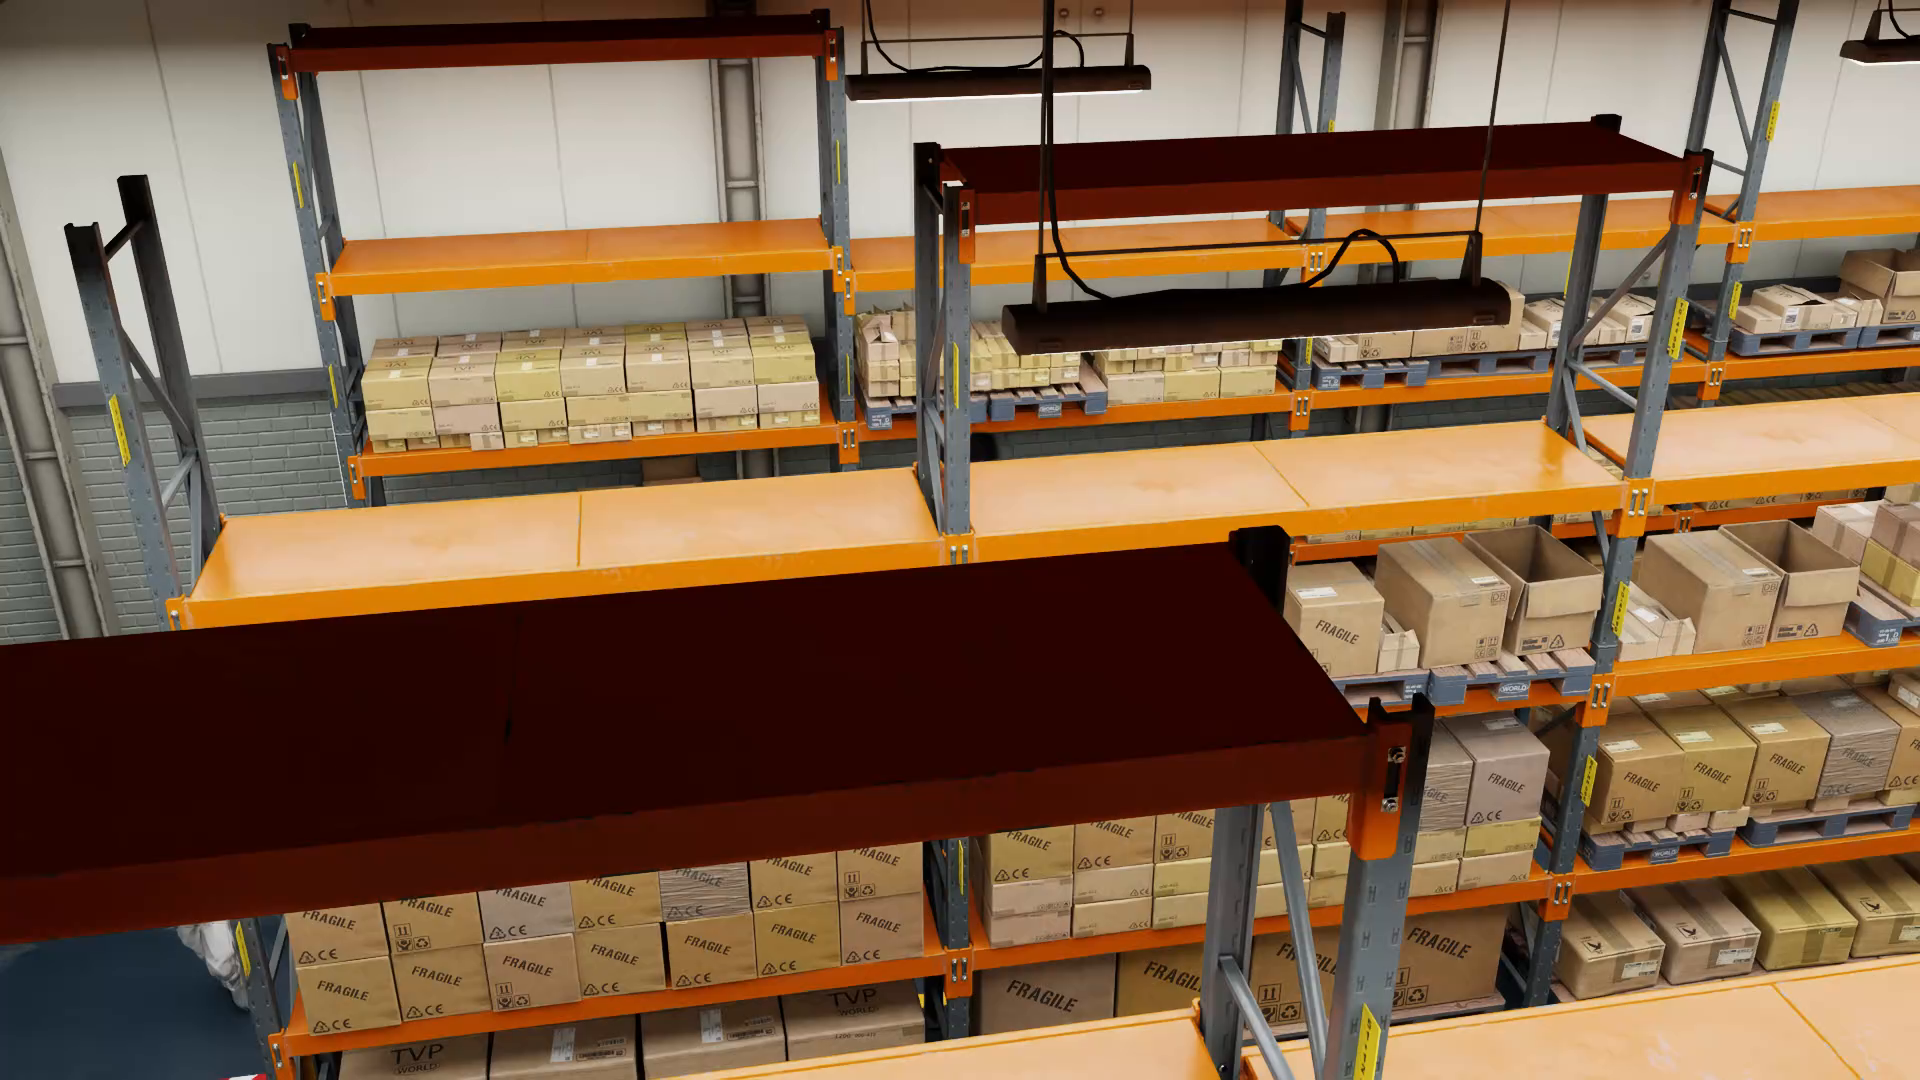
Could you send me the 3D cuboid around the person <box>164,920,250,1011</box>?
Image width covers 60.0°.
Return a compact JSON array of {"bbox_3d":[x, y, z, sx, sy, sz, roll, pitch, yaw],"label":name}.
[{"bbox_3d":[-5.109,2.486,11.164,0.612,1.675,0.883,-2,26,-5],"label":"person"}]
